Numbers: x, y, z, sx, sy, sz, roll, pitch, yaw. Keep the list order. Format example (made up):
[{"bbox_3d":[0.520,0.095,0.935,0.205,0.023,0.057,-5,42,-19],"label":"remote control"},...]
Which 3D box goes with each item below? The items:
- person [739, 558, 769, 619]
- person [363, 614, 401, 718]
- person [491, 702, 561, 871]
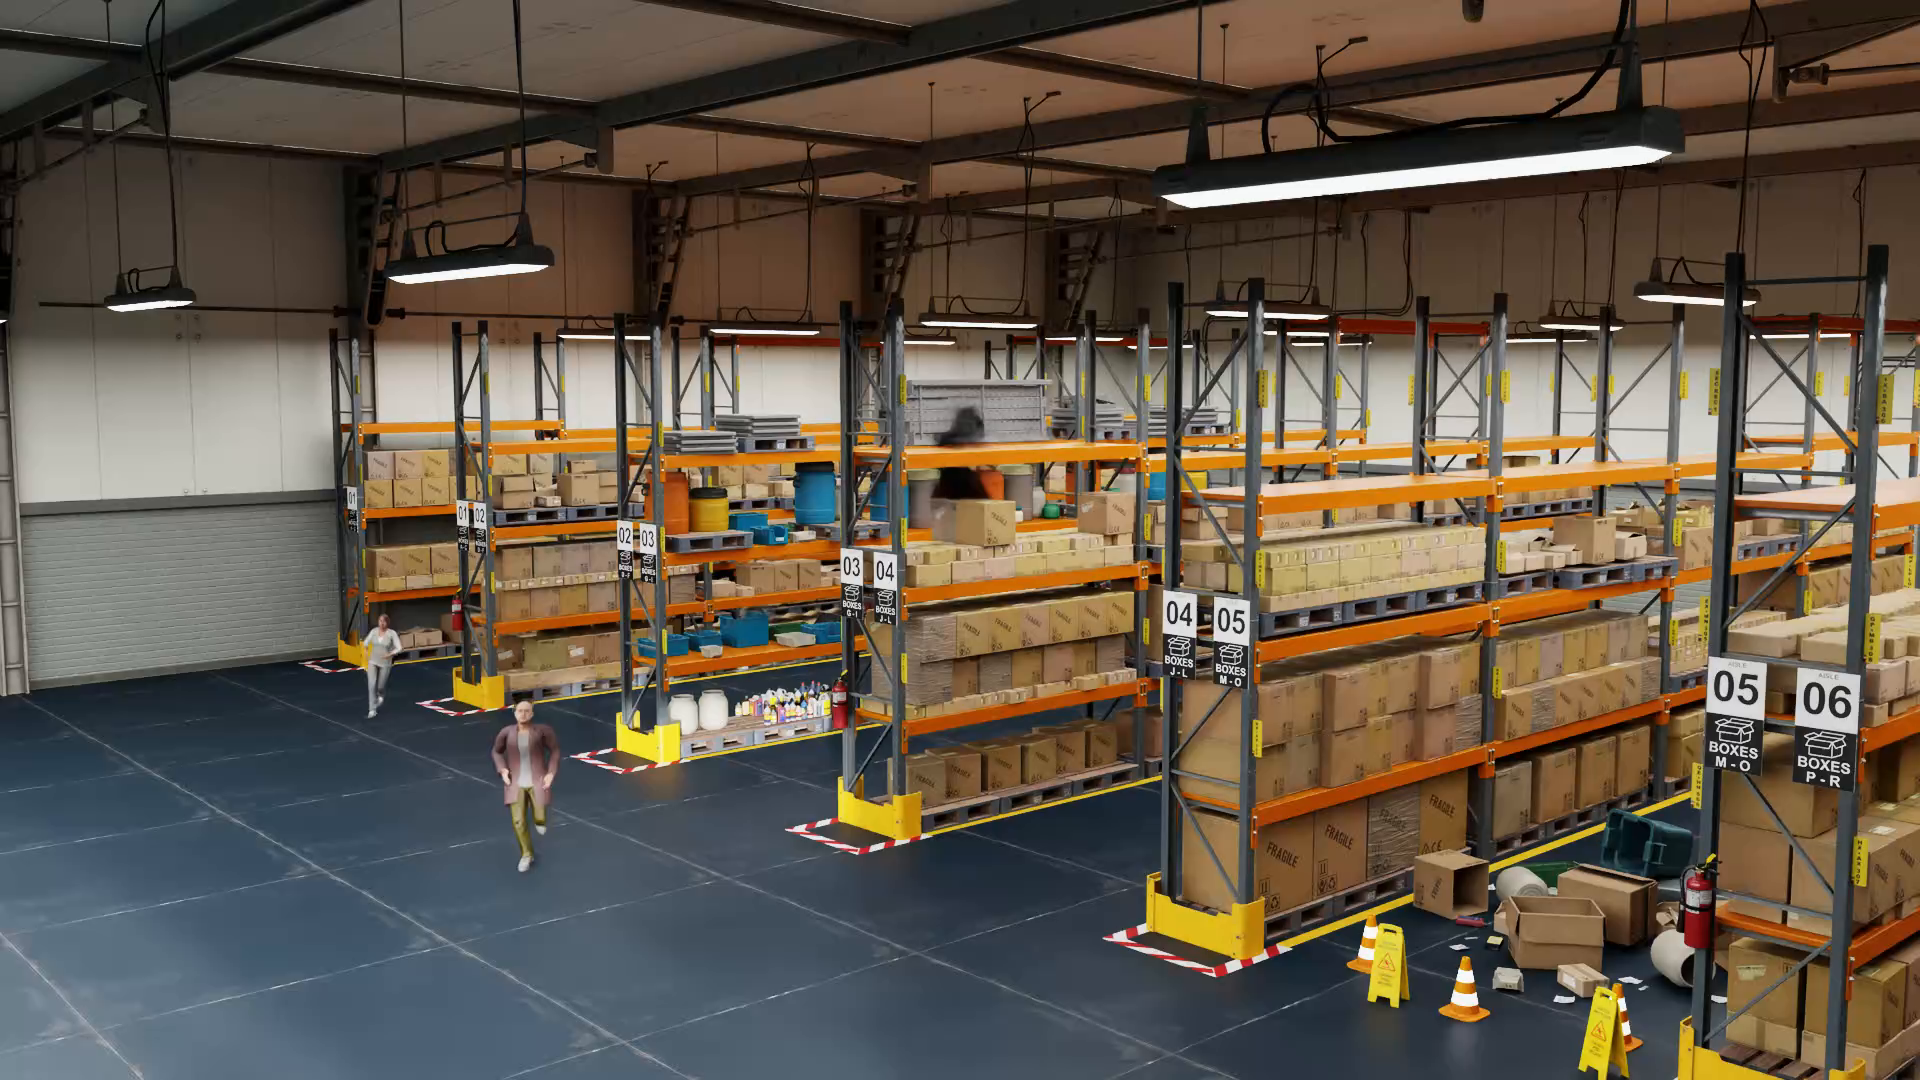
[{"bbox_3d":[-4.006,1.056,32.413,0.687,1.808,0.990,4,7,36],"label":"person"},{"bbox_3d":[-8.822,1.913,25.419,0.581,1.554,0.686,-1,6,-5],"label":"person"},{"bbox_3d":[-4.621,2.574,17.723,0.722,1.734,0.820,-1,6,-13],"label":"person"}]
